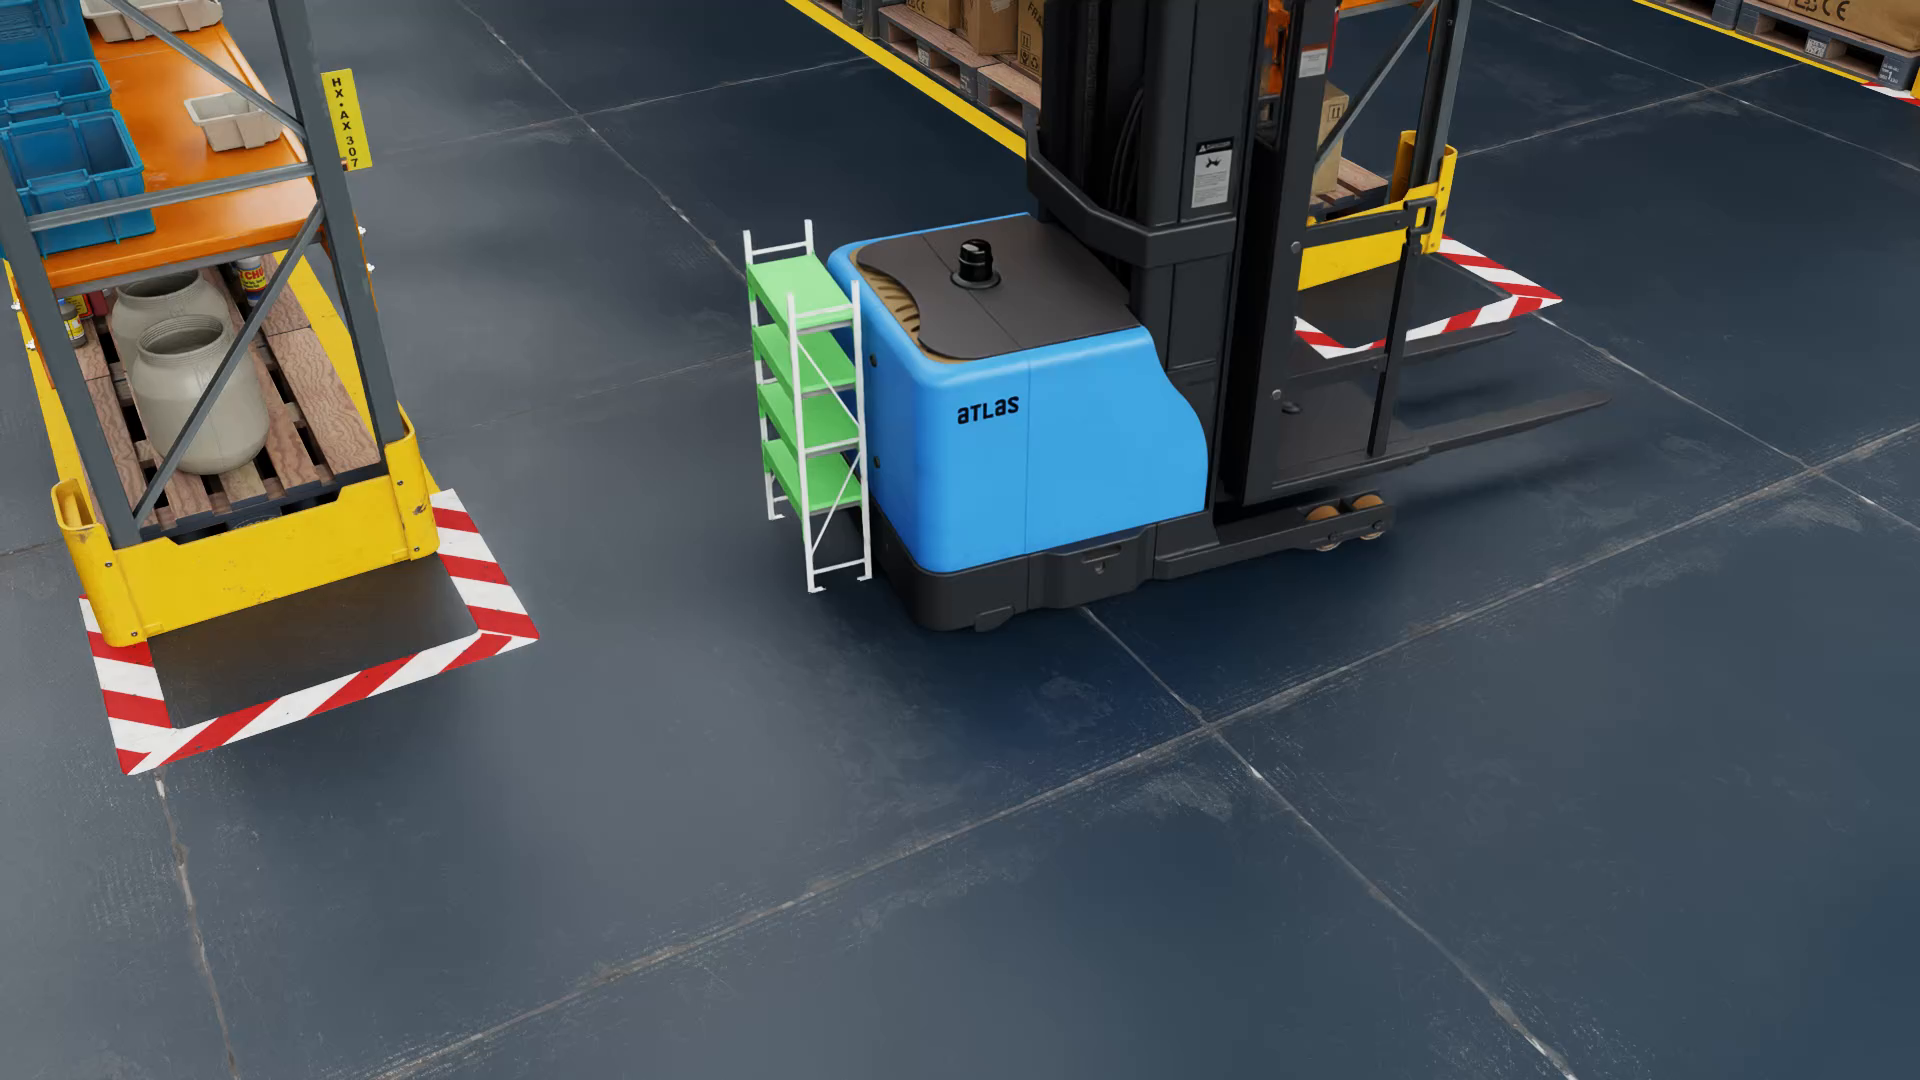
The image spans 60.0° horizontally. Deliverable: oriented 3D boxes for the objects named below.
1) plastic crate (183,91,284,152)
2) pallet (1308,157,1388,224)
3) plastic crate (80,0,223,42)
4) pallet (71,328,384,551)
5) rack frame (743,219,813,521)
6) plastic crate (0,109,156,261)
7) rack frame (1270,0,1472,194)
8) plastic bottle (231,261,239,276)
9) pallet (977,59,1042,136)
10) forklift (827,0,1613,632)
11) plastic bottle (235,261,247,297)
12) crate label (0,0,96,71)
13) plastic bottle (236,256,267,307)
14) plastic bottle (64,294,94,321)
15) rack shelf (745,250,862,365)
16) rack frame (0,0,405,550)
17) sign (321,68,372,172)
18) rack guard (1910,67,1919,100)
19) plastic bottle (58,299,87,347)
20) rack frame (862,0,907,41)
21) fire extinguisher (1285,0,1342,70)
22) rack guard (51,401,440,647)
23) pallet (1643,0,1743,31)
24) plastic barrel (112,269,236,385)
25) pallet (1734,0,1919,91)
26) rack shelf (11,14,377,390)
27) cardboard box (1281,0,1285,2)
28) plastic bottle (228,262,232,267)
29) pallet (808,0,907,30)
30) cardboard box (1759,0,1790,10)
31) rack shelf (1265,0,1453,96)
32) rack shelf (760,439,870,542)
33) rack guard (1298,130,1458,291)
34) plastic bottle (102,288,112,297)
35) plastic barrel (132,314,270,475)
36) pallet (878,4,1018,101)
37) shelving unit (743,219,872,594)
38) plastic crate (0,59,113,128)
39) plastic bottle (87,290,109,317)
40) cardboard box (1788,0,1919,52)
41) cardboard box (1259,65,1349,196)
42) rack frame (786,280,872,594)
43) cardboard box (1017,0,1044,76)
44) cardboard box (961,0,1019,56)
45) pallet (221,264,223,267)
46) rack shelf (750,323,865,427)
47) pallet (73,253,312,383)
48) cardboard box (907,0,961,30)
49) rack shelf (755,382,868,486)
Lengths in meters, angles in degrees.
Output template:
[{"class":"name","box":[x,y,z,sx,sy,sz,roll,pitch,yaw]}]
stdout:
[{"class":"plastic crate","box":[-2.606,-1.508,5.995,0.298,0.136,0.250,-19,40,-24]},{"class":"pallet","box":[1.432,-1.868,8.628,1.003,0.211,1.213,-19,40,-24]},{"class":"plastic crate","box":[-3.410,-2.243,7.002,0.530,0.136,0.437,-19,40,-24]},{"class":"pallet","box":[-2.917,-0.377,6.588,1.003,0.211,1.213,-19,40,-24]},{"class":"rack frame","box":[-0.622,-0.589,6.038,0.240,1.200,0.015,-14,38,-18]},{"class":"plastic crate","box":[-2.945,-1.169,5.434,0.499,0.251,0.616,-19,40,-24]},{"class":"rack frame","box":[1.847,-2.530,7.171,1.000,3.000,0.127,-19,40,-24]},{"class":"plastic bottle","box":[-3.249,-1.330,7.468,0.097,0.271,0.097,0,36,0]},{"class":"pallet","box":[0.823,-2.489,9.479,1.003,0.211,1.213,-19,40,-24]},{"class":"forklift","box":[1.086,-1.417,5.705,3.031,2.935,1.130,-14,38,-18]},{"class":"plastic bottle","box":[-3.129,-1.180,7.322,0.097,0.201,0.097,0,36,0]},{"class":"crate label","box":[-3.594,-1.935,6.327,0.502,0.435,0.616,-19,40,-24]},{"class":"plastic bottle","box":[-3.076,-1.156,7.229,0.097,0.271,0.097,0,36,0]},{"class":"plastic bottle","box":[-3.840,-1.084,7.127,0.152,0.276,0.135,-19,40,-24]},{"class":"rack shelf","box":[-0.531,-0.791,5.609,0.258,0.148,0.480,-14,38,-18]},{"class":"rack frame","box":[-2.435,-1.063,5.162,1.000,3.000,0.127,-19,40,-24]},{"class":"sign","box":[-1.957,-1.335,5.300,0.100,0.325,0.005,-19,40,-24]},{"class":"rack guard","box":[6.199,-2.927,9.834,1.175,0.500,0.348,-19,40,-24]},{"class":"plastic bottle","box":[-3.737,-0.917,6.962,0.097,0.201,0.097,0,36,0]},{"class":"rack frame","box":[-0.162,-4.570,9.964,1.000,3.000,0.127,-19,40,-24]},{"class":"fire extinguisher","box":[1.507,-2.304,6.927,0.296,0.674,0.183,-19,40,-24]},{"class":"rack guard","box":[-2.514,-0.078,5.933,1.175,0.500,0.348,-19,40,-24]},{"class":"pallet","box":[5.109,-3.829,11.313,1.003,0.211,1.213,-19,40,-24]},{"class":"plastic barrel","box":[-3.084,-0.796,6.550,0.421,0.512,0.421,0,36,0]},{"class":"pallet","box":[5.717,-3.207,10.462,1.003,0.211,1.213,-19,40,-24]},{"class":"rack shelf","box":[-3.440,-1.792,6.770,1.077,0.370,4.000,-19,40,-24]},{"class":"cardboard box","box":[1.526,-2.513,7.361,0.380,0.149,0.250,-19,40,-24]},{"class":"plastic bottle","box":[-3.299,-1.381,7.538,0.097,0.271,0.097,0,36,0]},{"class":"pallet","box":[-0.555,-3.841,11.330,1.003,0.211,1.213,-19,40,-24]},{"class":"cardboard box","box":[5.345,-4.034,10.676,0.875,0.875,0.875,-20,40,-25]},{"class":"rack shelf","box":[0.843,-3.260,8.780,1.077,0.370,4.000,-19,40,-24]},{"class":"rack shelf","box":[-0.528,-0.210,6.035,0.258,0.148,0.480,-14,38,-18]},{"class":"rack guard","box":[1.809,-1.560,7.962,1.175,0.500,0.348,-19,40,-24]},{"class":"plastic bottle","box":[-3.811,-1.171,7.309,0.097,0.201,0.097,0,36,0]},{"class":"plastic barrel","box":[-2.832,-0.541,6.200,0.421,0.512,0.421,0,36,0]},{"class":"pallet","box":[0.206,-3.112,10.332,1.003,0.211,1.213,-19,40,-24]},{"class":"shelving unit","box":[-0.529,-0.456,5.855,0.258,1.200,0.503,-14,38,-18]},{"class":"plastic crate","box":[-3.267,-1.502,5.889,0.499,0.251,0.408,-19,40,-24]},{"class":"plastic bottle","box":[-3.748,-1.119,7.168,0.061,0.283,0.133,-19,40,-24]},{"class":"cardboard box","box":[5.789,-3.586,10.063,0.875,0.875,0.875,-19,40,-24]},{"class":"cardboard box","box":[1.548,-2.014,8.228,0.500,0.500,0.500,-12,38,-16]},{"class":"rack frame","box":[-0.437,-0.322,5.673,0.240,1.200,0.015,-14,38,-18]},{"class":"cardboard box","box":[0.678,-2.931,9.484,0.500,0.500,0.500,-23,42,-28]},{"class":"cardboard box","box":[0.299,-3.225,9.885,0.500,0.500,0.500,-7,37,-9]},{"class":"pallet","box":[-4.143,-1.622,8.291,1.003,0.211,1.213,-19,40,-24]},{"class":"rack shelf","box":[-0.530,-0.598,5.751,0.258,0.148,0.480,-14,38,-18]},{"class":"pallet","box":[-3.526,-0.999,7.439,1.003,0.211,1.213,-19,40,-24]},{"class":"cardboard box","box":[0.004,-3.515,10.282,0.500,0.500,0.500,-20,41,-25]},{"class":"rack shelf","box":[-0.529,-0.404,5.893,0.258,0.148,0.480,-14,38,-18]}]
